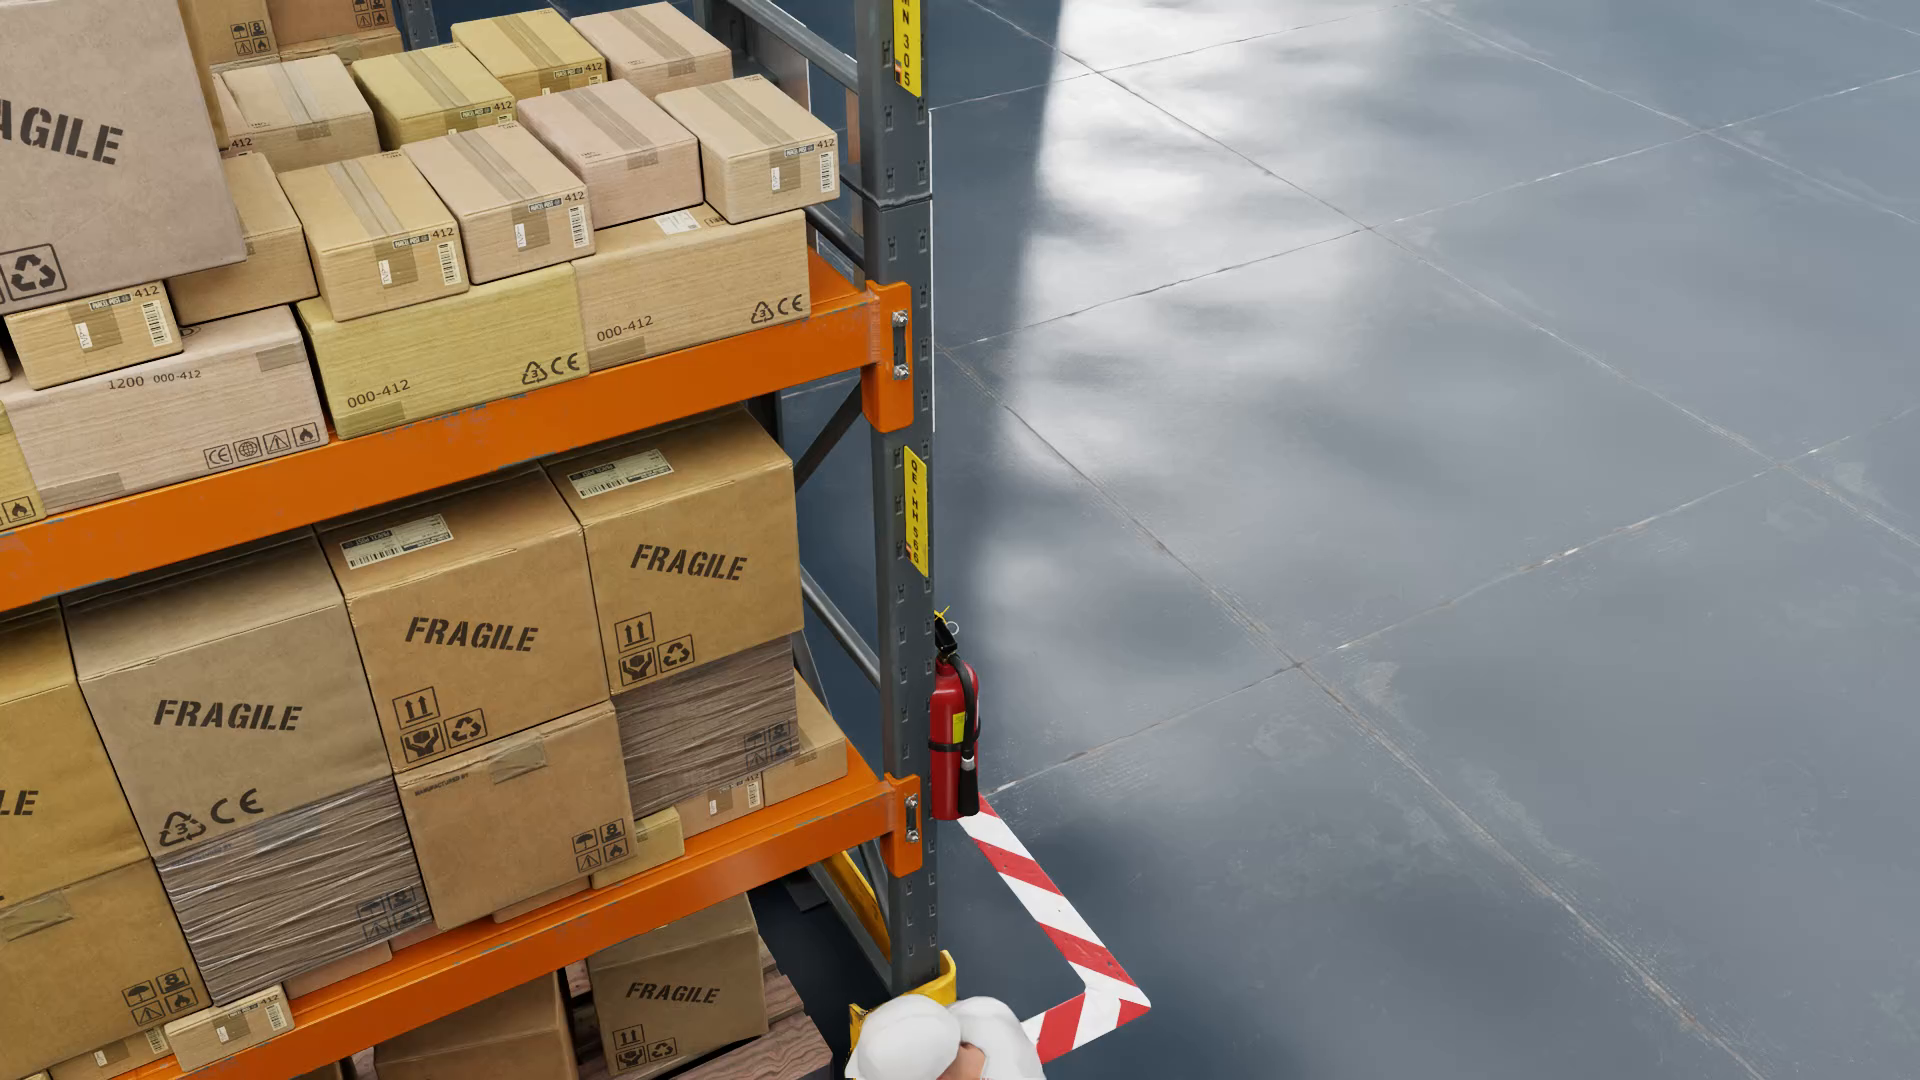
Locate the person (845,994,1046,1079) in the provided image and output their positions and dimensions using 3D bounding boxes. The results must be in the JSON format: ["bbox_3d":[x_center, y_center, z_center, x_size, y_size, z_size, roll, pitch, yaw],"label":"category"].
[{"bbox_3d":[0.026,1.647,4.007,0.558,1.666,0.559,-5,37,-6],"label":"person"}]
